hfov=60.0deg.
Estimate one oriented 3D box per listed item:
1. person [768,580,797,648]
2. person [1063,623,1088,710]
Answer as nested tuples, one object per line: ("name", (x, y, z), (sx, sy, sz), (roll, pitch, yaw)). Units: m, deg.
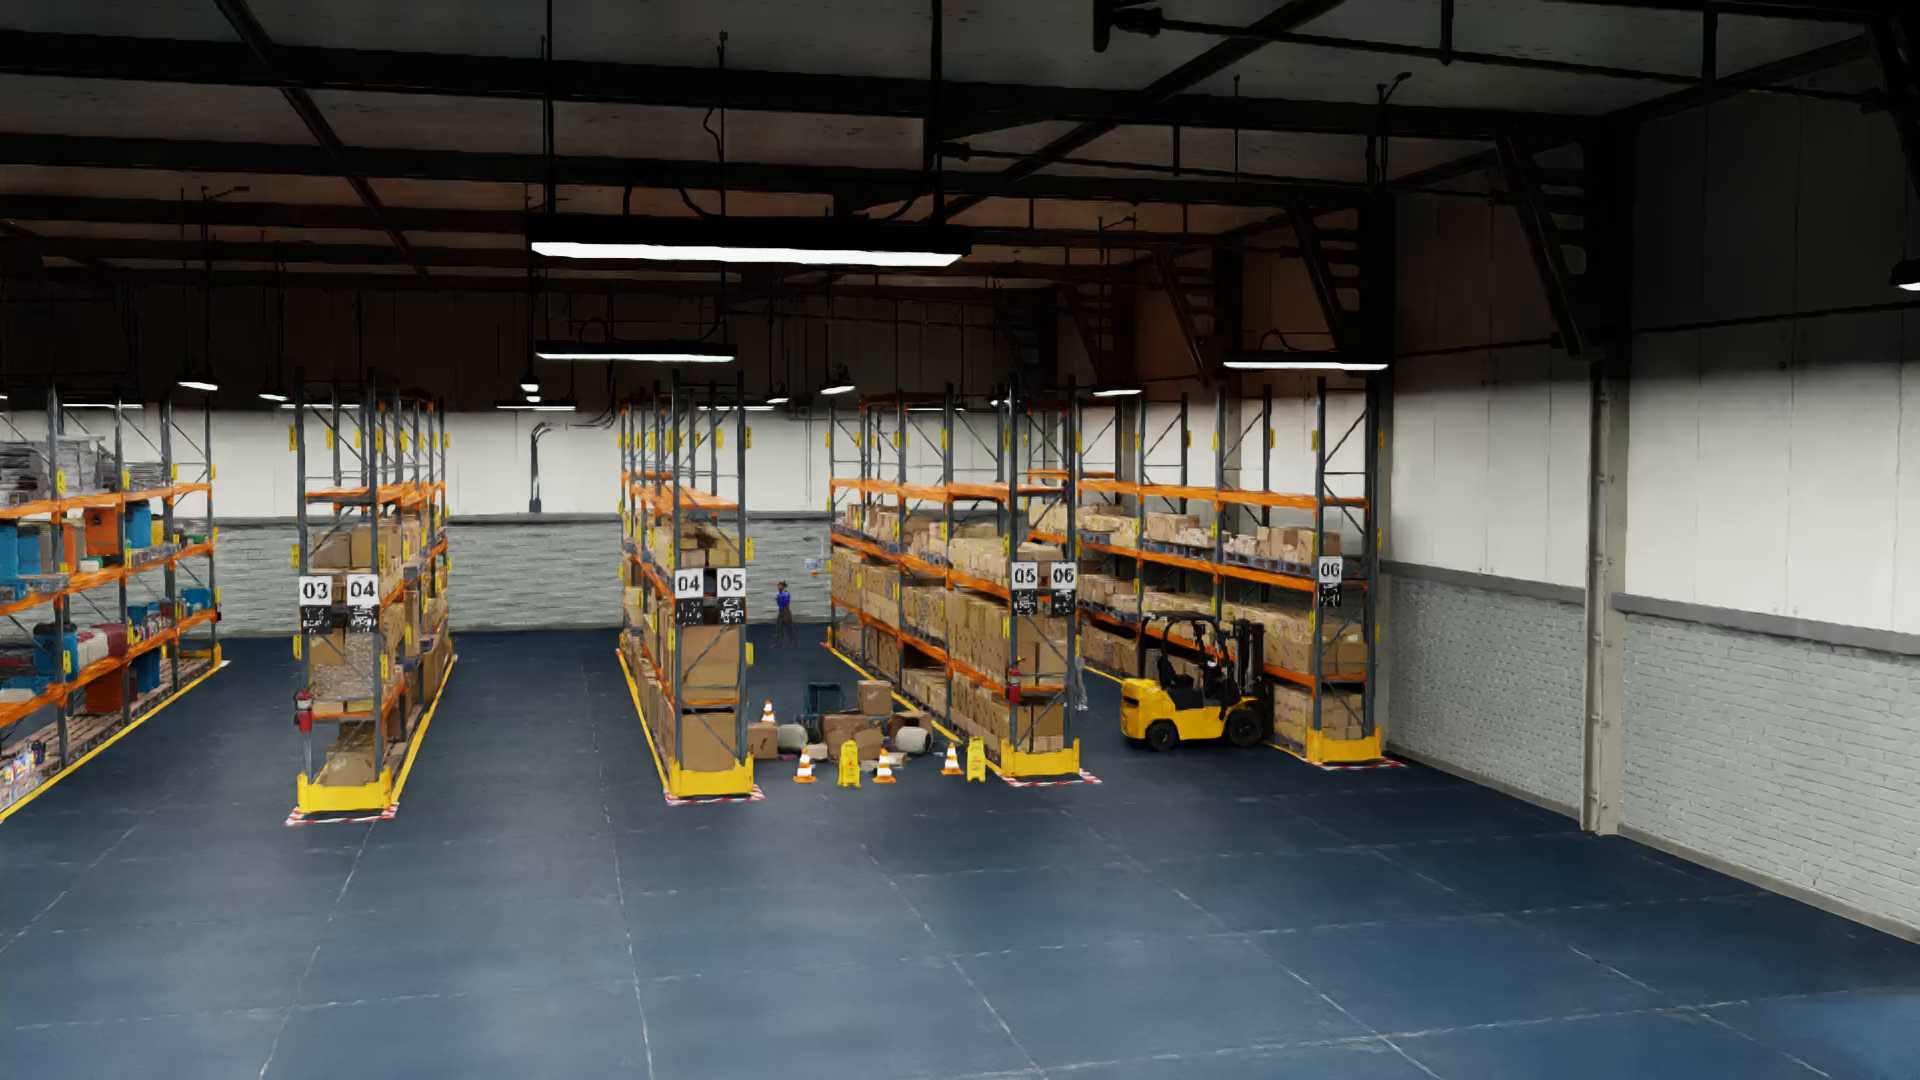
("person", (-4.271, 1.785, 40.154), (0.605, 1.632, 0.593), (-2, 4, -33))
("person", (2.145, 2.343, 30.999), (0.522, 1.591, 0.523), (1, 4, 16))
